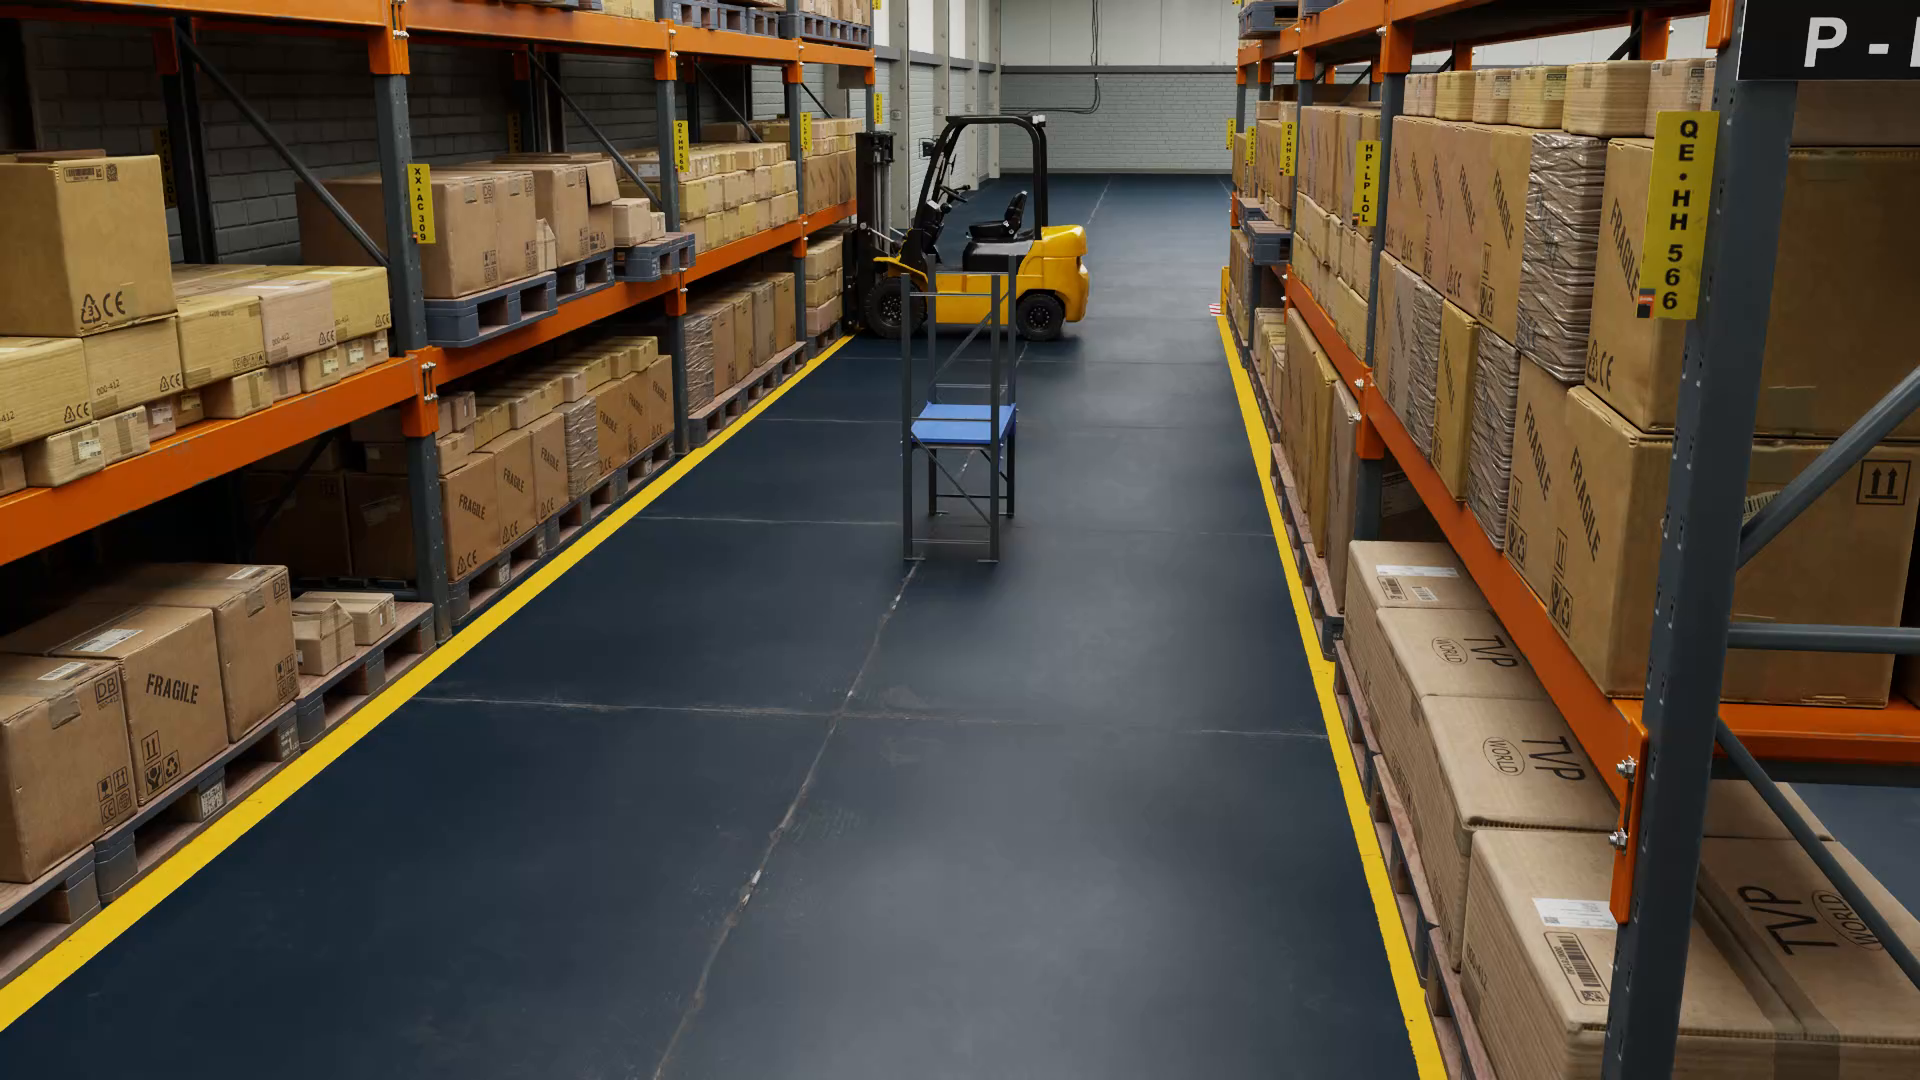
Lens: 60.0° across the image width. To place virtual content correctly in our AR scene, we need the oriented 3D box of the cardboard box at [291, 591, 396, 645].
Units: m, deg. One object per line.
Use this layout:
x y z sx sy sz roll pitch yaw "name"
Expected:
-2.570 0.323 6.880 0.380 0.149 0.250 1 15 5 "cardboard box"

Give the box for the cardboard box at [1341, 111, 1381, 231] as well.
1.985 -1.647 7.401 0.500 0.500 0.500 2 15 7 "cardboard box"

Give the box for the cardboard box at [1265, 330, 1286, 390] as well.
2.825 -1.365 12.693 0.950 0.372 0.625 2 15 8 "cardboard box"

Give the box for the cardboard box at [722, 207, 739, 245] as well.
-1.942 -2.341 12.361 0.500 0.250 0.500 1 15 4 "cardboard box"

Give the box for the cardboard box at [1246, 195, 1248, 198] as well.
2.881 -3.168 15.614 0.380 0.149 0.250 1 15 5 "cardboard box"

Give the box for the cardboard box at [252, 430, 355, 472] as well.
-3.044 -0.417 7.700 0.380 0.149 0.250 1 15 4 "cardboard box"

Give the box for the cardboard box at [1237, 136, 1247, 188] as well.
3.047 -3.782 16.640 0.500 0.500 0.500 1 15 5 "cardboard box"

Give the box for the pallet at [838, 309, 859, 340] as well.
-1.630 -2.255 17.098 1.003 0.211 1.213 2 15 6 "pallet"

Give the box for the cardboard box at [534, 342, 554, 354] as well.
-2.773 -1.157 10.434 0.380 0.149 0.250 2 15 8 "cardboard box"

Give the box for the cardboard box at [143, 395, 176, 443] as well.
-2.776 -0.393 5.350 0.380 0.149 0.250 2 15 6 "cardboard box"

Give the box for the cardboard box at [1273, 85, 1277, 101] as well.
3.647 -4.507 17.406 0.700 0.500 0.500 1 15 5 "cardboard box"

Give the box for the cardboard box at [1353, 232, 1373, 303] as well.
1.941 -1.149 6.995 0.500 0.250 0.500 2 15 6 "cardboard box"

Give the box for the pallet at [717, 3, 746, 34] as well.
-2.237 -3.867 12.332 1.003 0.211 1.213 2 15 9 "pallet"

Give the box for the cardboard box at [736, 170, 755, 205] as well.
-1.888 -2.717 12.792 0.500 0.250 0.500 2 15 7 "cardboard box"

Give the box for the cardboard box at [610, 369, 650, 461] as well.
-2.249 -0.792 10.329 0.500 0.500 0.500 1 15 5 "cardboard box"

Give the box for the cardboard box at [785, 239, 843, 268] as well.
-1.418 -2.815 16.373 0.500 0.250 0.500 2 15 8 "cardboard box"

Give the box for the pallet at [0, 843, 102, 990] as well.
-3.153 1.153 4.494 1.003 0.211 1.213 2 15 6 "pallet"

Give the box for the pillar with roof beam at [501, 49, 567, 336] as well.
1.181 -5.175 11.062 9.100 9.000 0.400 2 15 6 "pillar with roof beam"

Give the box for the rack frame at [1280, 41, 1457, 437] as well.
2.585 -1.896 10.428 1.000 3.000 0.127 2 15 6 "rack frame"

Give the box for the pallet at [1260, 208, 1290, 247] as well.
2.767 -2.318 12.357 1.003 0.211 1.213 2 15 6 "pallet"

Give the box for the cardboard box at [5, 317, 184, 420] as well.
-2.785 -0.543 5.142 0.500 0.250 0.500 1 15 5 "cardboard box"

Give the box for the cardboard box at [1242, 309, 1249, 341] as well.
2.836 -1.970 15.165 0.500 0.250 0.500 2 15 9 "cardboard box"

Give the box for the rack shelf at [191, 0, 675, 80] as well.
-2.574 -2.624 8.749 1.077 0.370 4.000 2 15 6 "rack shelf"

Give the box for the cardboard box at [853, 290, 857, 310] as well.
-1.352 -2.467 17.002 0.500 0.250 0.500 2 15 8 "cardboard box"

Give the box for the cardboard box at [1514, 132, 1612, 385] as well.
1.529 -0.621 3.604 0.500 0.500 0.500 2 15 6 "cardboard box"

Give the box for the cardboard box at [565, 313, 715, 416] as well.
-2.264 -1.259 11.817 0.875 0.625 0.625 2 15 8 "cardboard box"

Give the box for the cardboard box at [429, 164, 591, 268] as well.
-2.375 -1.712 8.750 0.700 0.500 0.500 2 15 6 "cardboard box"

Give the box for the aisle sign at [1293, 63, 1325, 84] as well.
3.782 -5.234 17.790 0.394 0.787 0.004 2 15 6 "aisle sign"

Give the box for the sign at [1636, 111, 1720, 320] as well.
1.144 -0.514 2.645 0.100 0.325 0.005 2 15 6 "sign"

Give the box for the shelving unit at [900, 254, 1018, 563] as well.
0.010 -0.746 9.048 0.538 1.500 1.048 2 15 6 "shelving unit"

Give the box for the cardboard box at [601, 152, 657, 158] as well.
-2.439 -2.761 12.192 0.380 0.149 0.250 2 15 6 "cardboard box"

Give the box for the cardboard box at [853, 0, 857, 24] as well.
-1.266 -5.461 17.126 0.396 0.266 0.258 2 15 6 "cardboard box"

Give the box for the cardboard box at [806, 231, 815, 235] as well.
-1.807 -3.096 17.414 0.500 0.250 0.500 2 15 6 "cardboard box"

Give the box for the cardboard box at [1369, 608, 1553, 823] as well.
1.855 0.567 5.422 0.875 0.438 0.875 1 15 5 "cardboard box"

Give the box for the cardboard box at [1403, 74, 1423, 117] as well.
1.840 -1.629 6.089 0.380 0.149 0.250 1 15 5 "cardboard box"

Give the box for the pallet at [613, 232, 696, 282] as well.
-2.355 -1.771 10.333 1.213 0.211 1.003 2 15 6 "pallet"

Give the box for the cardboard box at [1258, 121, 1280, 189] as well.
2.573 -2.957 12.787 0.500 0.500 0.500 2 15 6 "cardboard box"

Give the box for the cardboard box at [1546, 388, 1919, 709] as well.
1.473 -0.003 3.233 0.500 0.500 0.500 2 15 7 "cardboard box"

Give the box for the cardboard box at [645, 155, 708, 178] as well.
-1.987 -2.614 11.647 0.380 0.149 0.250 2 15 8 "cardboard box"

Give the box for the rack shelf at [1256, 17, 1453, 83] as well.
2.810 -3.516 12.049 1.077 0.370 4.000 2 15 6 "rack shelf"

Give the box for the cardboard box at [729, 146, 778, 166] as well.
-1.703 -3.144 13.607 0.380 0.149 0.250 1 15 5 "cardboard box"

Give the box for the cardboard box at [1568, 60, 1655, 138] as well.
1.474 -0.900 3.396 0.380 0.149 0.250 2 15 6 "cardboard box"

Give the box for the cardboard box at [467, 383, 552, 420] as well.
-2.409 -0.739 8.890 0.380 0.149 0.250 2 15 8 "cardboard box"

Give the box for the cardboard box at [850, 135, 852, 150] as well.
-1.318 -4.112 17.190 0.380 0.149 0.250 1 15 4 "cardboard box"

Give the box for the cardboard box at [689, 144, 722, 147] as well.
-2.232 -3.287 14.139 0.380 0.149 0.250 1 15 4 "cardboard box"

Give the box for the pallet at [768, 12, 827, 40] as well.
-1.826 -4.706 15.243 1.003 0.211 1.213 2 15 6 "pallet"

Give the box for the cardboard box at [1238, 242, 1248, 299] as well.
2.948 -2.597 16.045 0.500 0.500 0.500 3 15 9 "cardboard box"

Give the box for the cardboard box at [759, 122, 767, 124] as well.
-2.059 -3.942 15.990 0.380 0.149 0.250 1 15 5 "cardboard box"

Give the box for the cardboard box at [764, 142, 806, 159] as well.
-1.599 -3.515 14.981 0.380 0.149 0.250 1 15 5 "cardboard box"
